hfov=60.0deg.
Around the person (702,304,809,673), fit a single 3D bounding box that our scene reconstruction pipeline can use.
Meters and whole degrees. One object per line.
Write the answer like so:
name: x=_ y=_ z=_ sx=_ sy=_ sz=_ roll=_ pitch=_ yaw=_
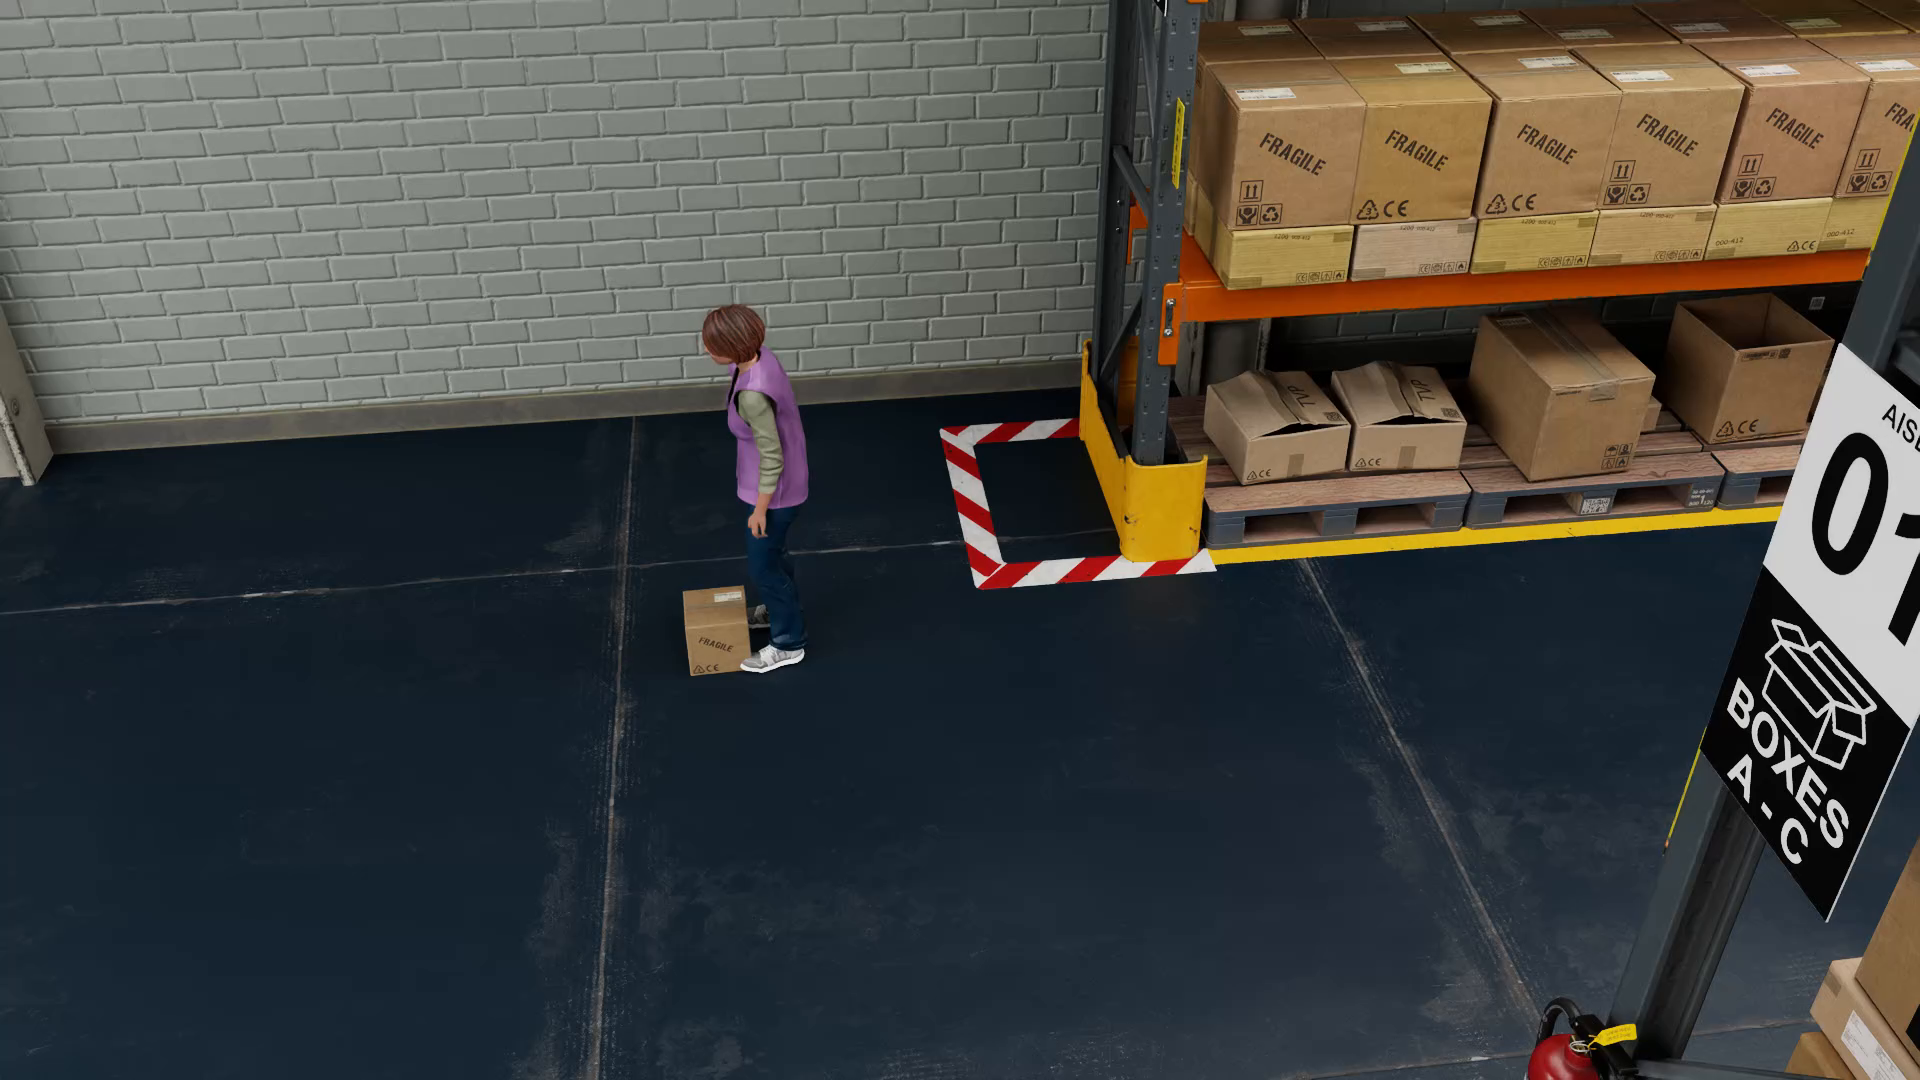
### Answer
person: x=-0.761 y=-0.202 z=6.440 sx=0.350 sy=1.593 sz=0.467 roll=-5 pitch=36 yaw=-7
